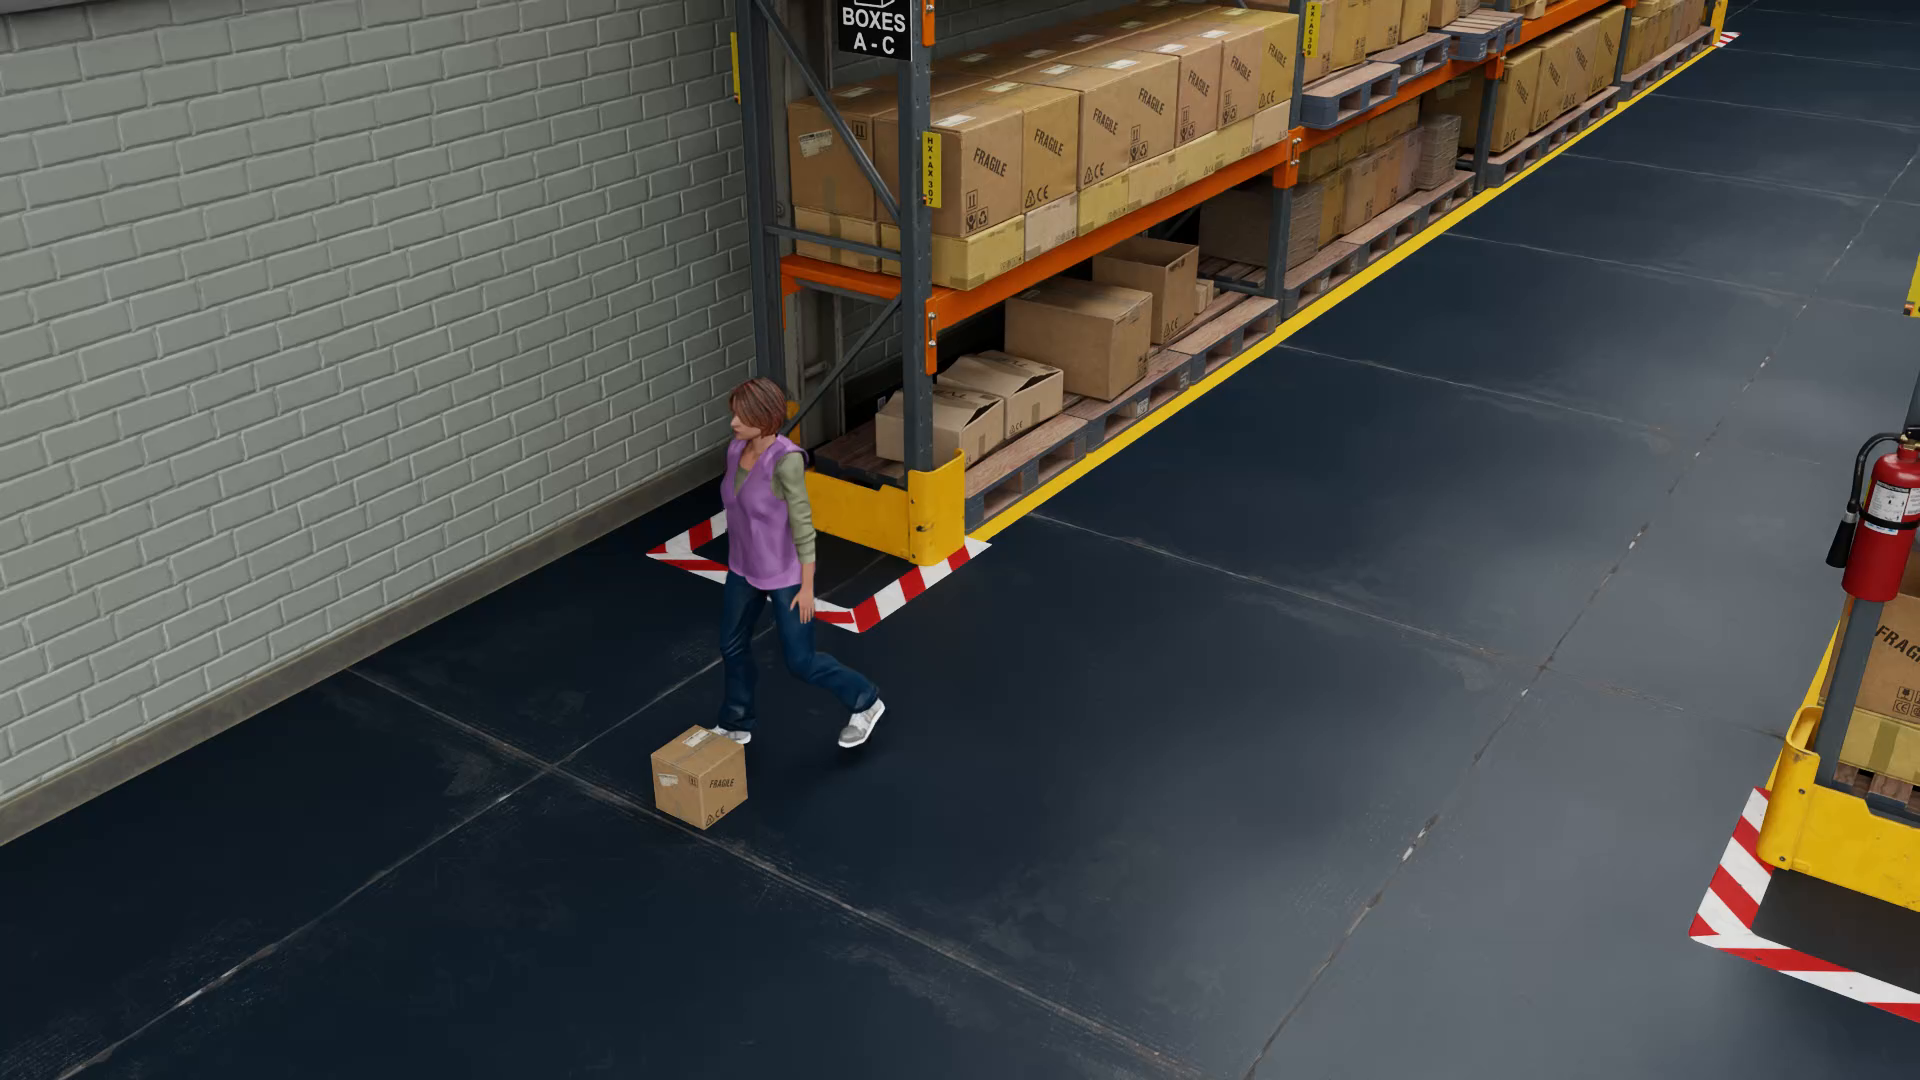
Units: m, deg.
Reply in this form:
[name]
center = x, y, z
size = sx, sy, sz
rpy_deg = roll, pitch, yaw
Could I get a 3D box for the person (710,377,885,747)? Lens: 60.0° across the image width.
[person]
center = -0.689, 0.134, 6.359
size = 0.680, 1.579, 0.538
rpy_deg = -24, 36, -38
